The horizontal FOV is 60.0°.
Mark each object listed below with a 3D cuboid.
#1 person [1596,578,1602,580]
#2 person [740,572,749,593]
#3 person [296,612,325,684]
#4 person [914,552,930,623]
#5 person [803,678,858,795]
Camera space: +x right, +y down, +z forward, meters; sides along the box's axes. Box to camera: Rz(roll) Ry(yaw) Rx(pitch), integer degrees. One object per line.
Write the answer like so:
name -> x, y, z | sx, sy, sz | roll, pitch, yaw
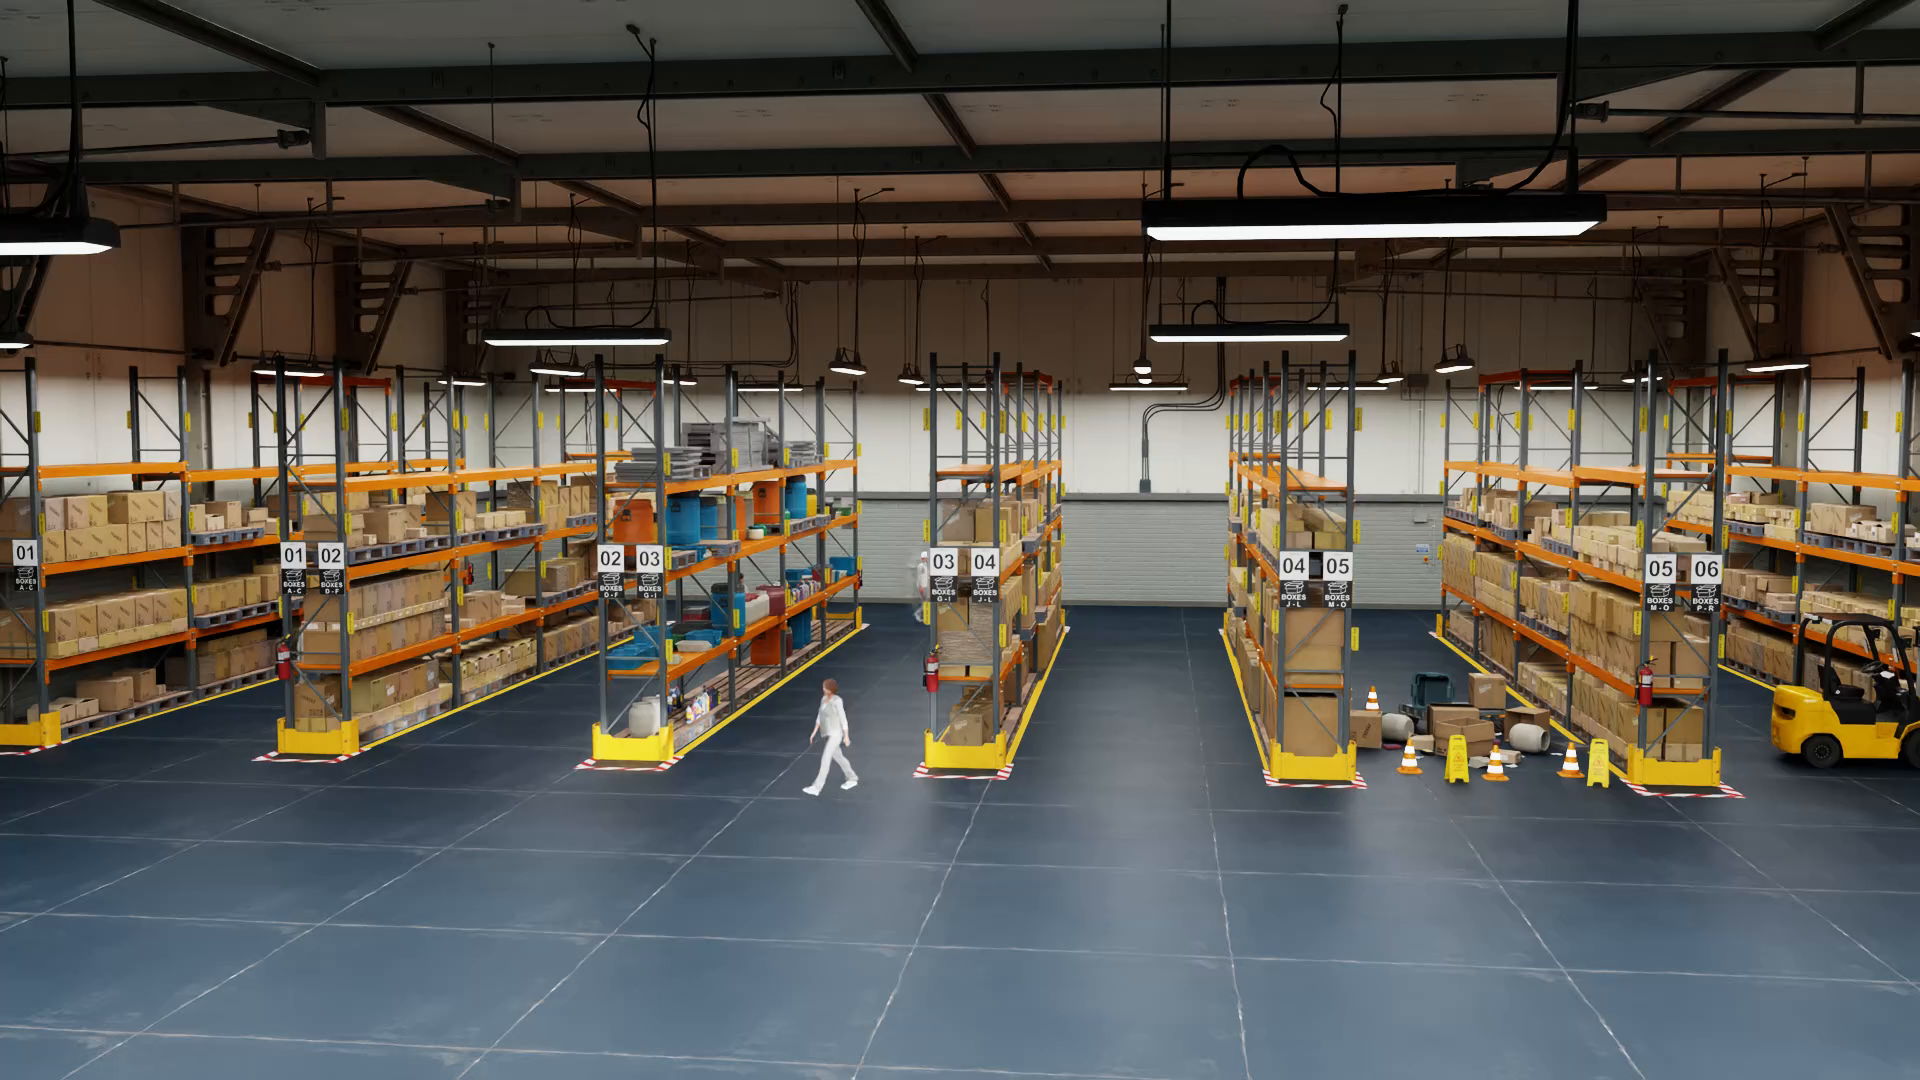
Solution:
person -> 14.557, 1.533, 37.703 | 0.613, 1.622, 0.525 | 3, 5, 33
person -> -4.961, 1.549, 37.047 | 0.612, 1.686, 0.556 | 1, 4, 10
person -> -11.658, 2.053, 29.793 | 0.567, 1.621, 1.022 | 0, 4, -3
person -> -0.895, 1.173, 41.356 | 0.475, 1.766, 0.551 | 1, 4, 8
person -> -1.771, 2.630, 22.390 | 0.965, 1.535, 0.465 | -2, 5, -31
